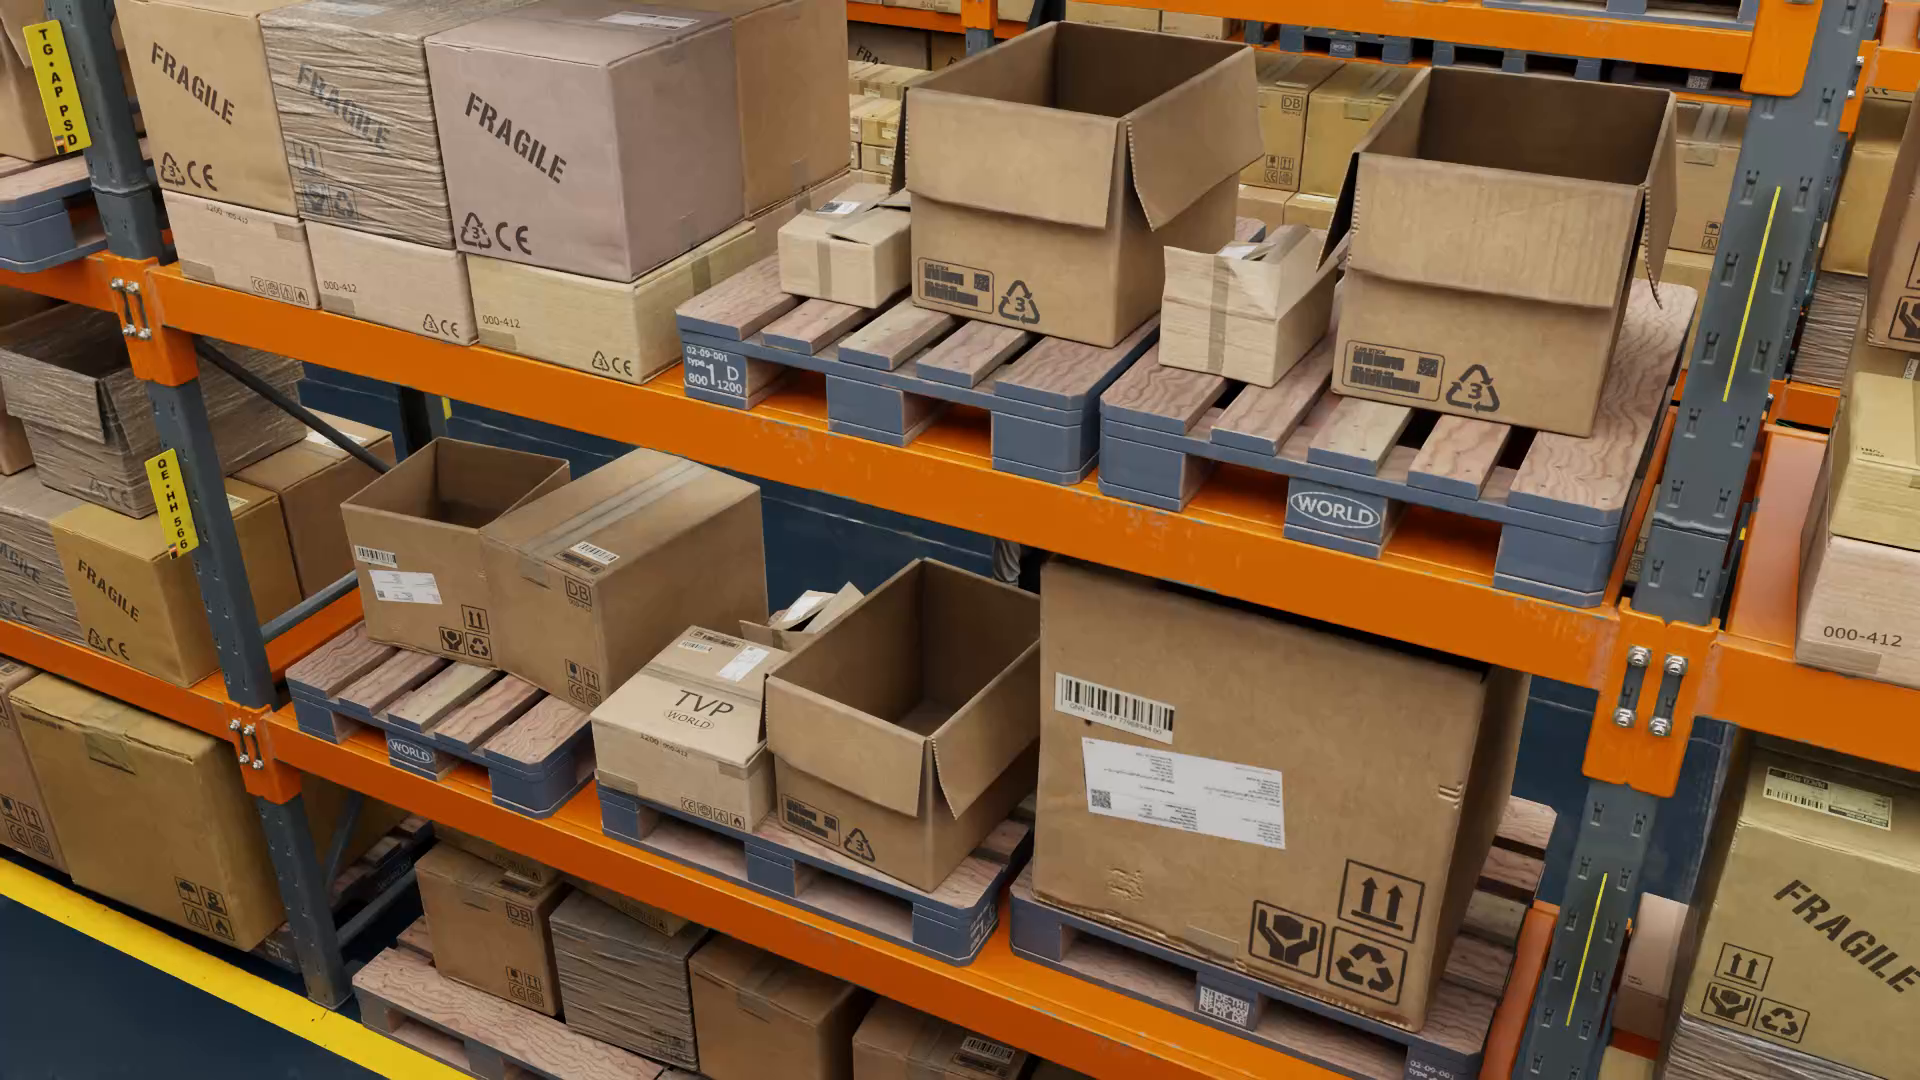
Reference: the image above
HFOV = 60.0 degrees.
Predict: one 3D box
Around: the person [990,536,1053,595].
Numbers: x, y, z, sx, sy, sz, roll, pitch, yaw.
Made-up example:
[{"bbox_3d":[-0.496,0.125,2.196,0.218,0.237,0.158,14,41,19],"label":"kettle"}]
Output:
[{"bbox_3d":[0.309,0.317,6.618,0.362,1.745,0.541,14,33,23],"label":"person"}]
